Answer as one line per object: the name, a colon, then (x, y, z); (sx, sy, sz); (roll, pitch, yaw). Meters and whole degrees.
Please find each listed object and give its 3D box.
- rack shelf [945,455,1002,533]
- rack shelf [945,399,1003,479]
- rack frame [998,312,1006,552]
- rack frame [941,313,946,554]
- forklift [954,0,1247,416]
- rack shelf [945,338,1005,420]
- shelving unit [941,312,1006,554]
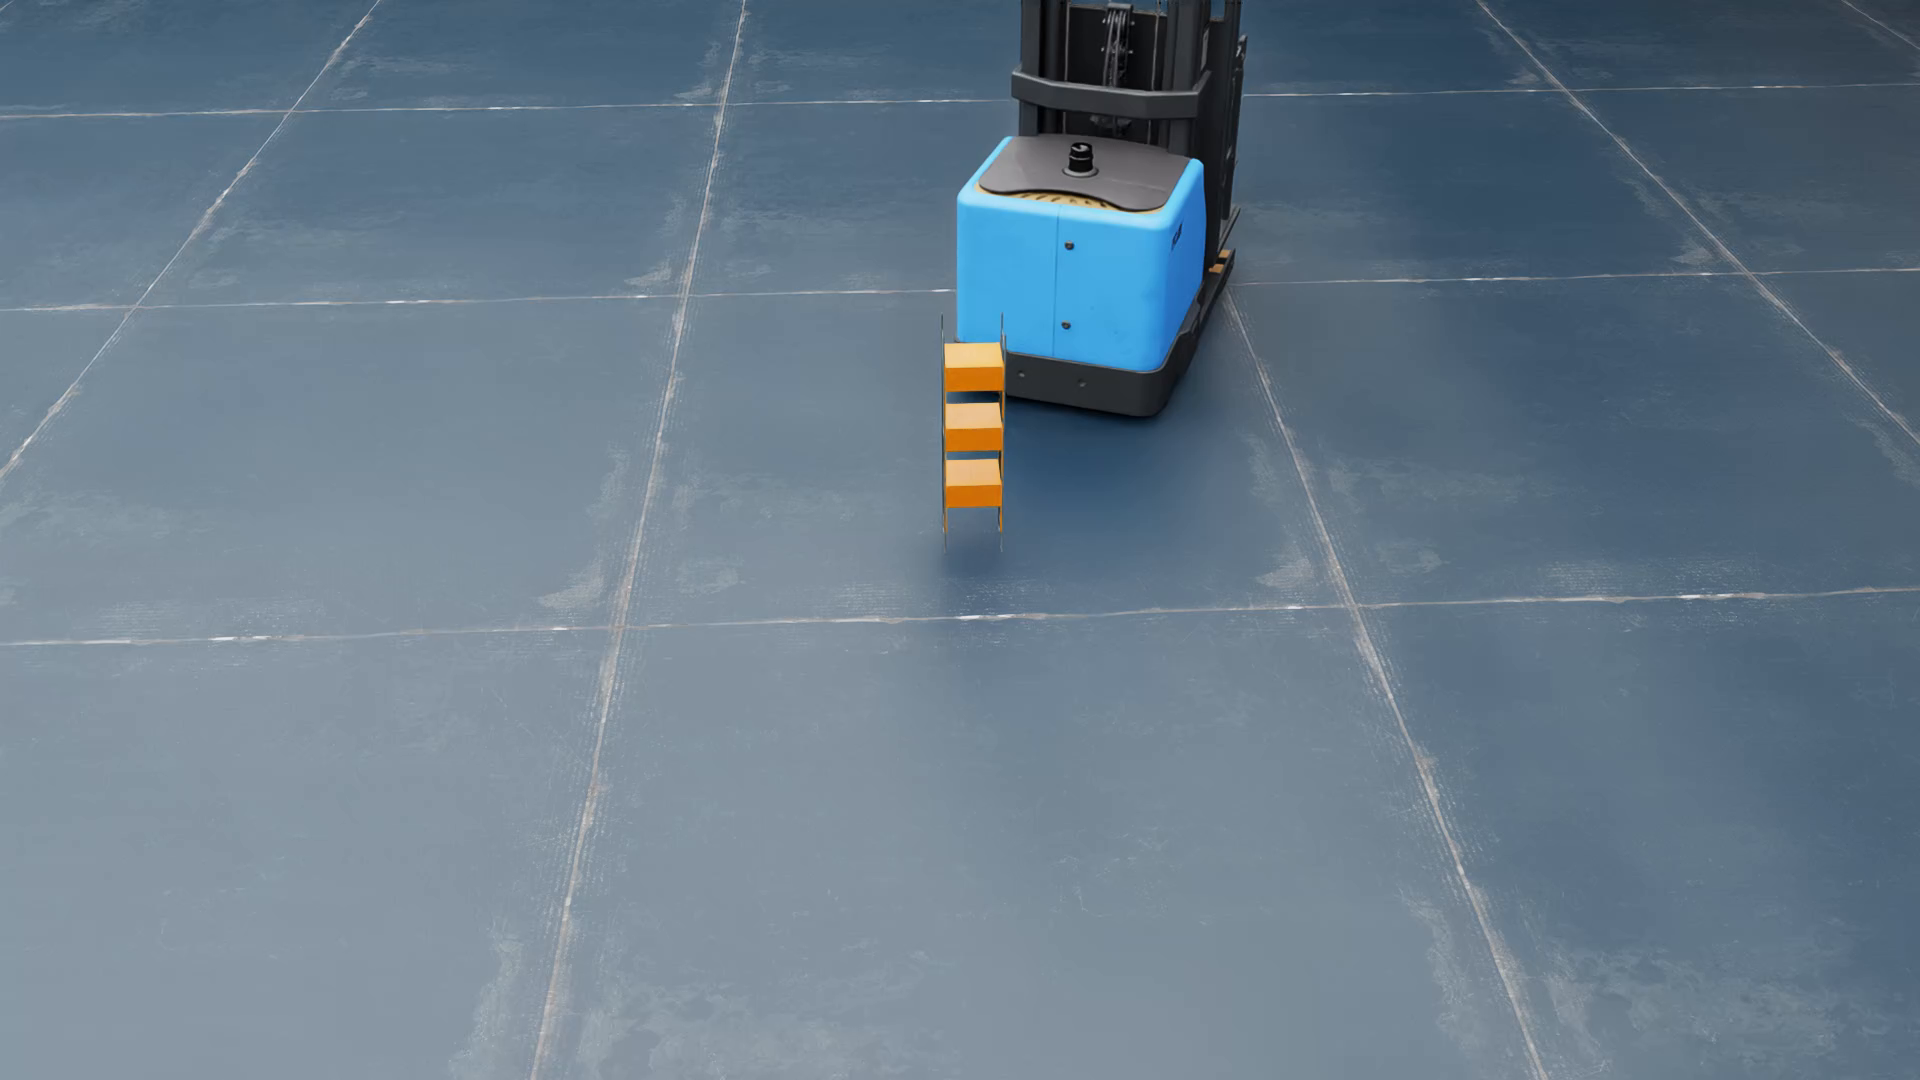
rack shelf: (0.053, -0.196, 7.118); (0.240, 0.259, 0.215); (-2, 35, -2)
rack shelf: (0.053, -0.424, 6.959); (0.240, 0.259, 0.215); (-2, 35, -2)
rack frame: (0.175, -0.436, 6.958); (0.008, 1.050, 0.200); (-2, 35, -2)
rack frame: (-0.068, -0.430, 6.949); (0.008, 1.050, 0.200); (-2, 35, -2)
forklift: (0.915, -2.634, 8.481); (1.130, 2.935, 3.031); (11, 36, 15)
rack shelf: (0.053, -0.658, 6.798); (0.240, 0.259, 0.215); (-2, 35, -2)
shelving unit: (0.053, -0.433, 6.953); (0.252, 1.050, 0.215); (-2, 35, -2)
